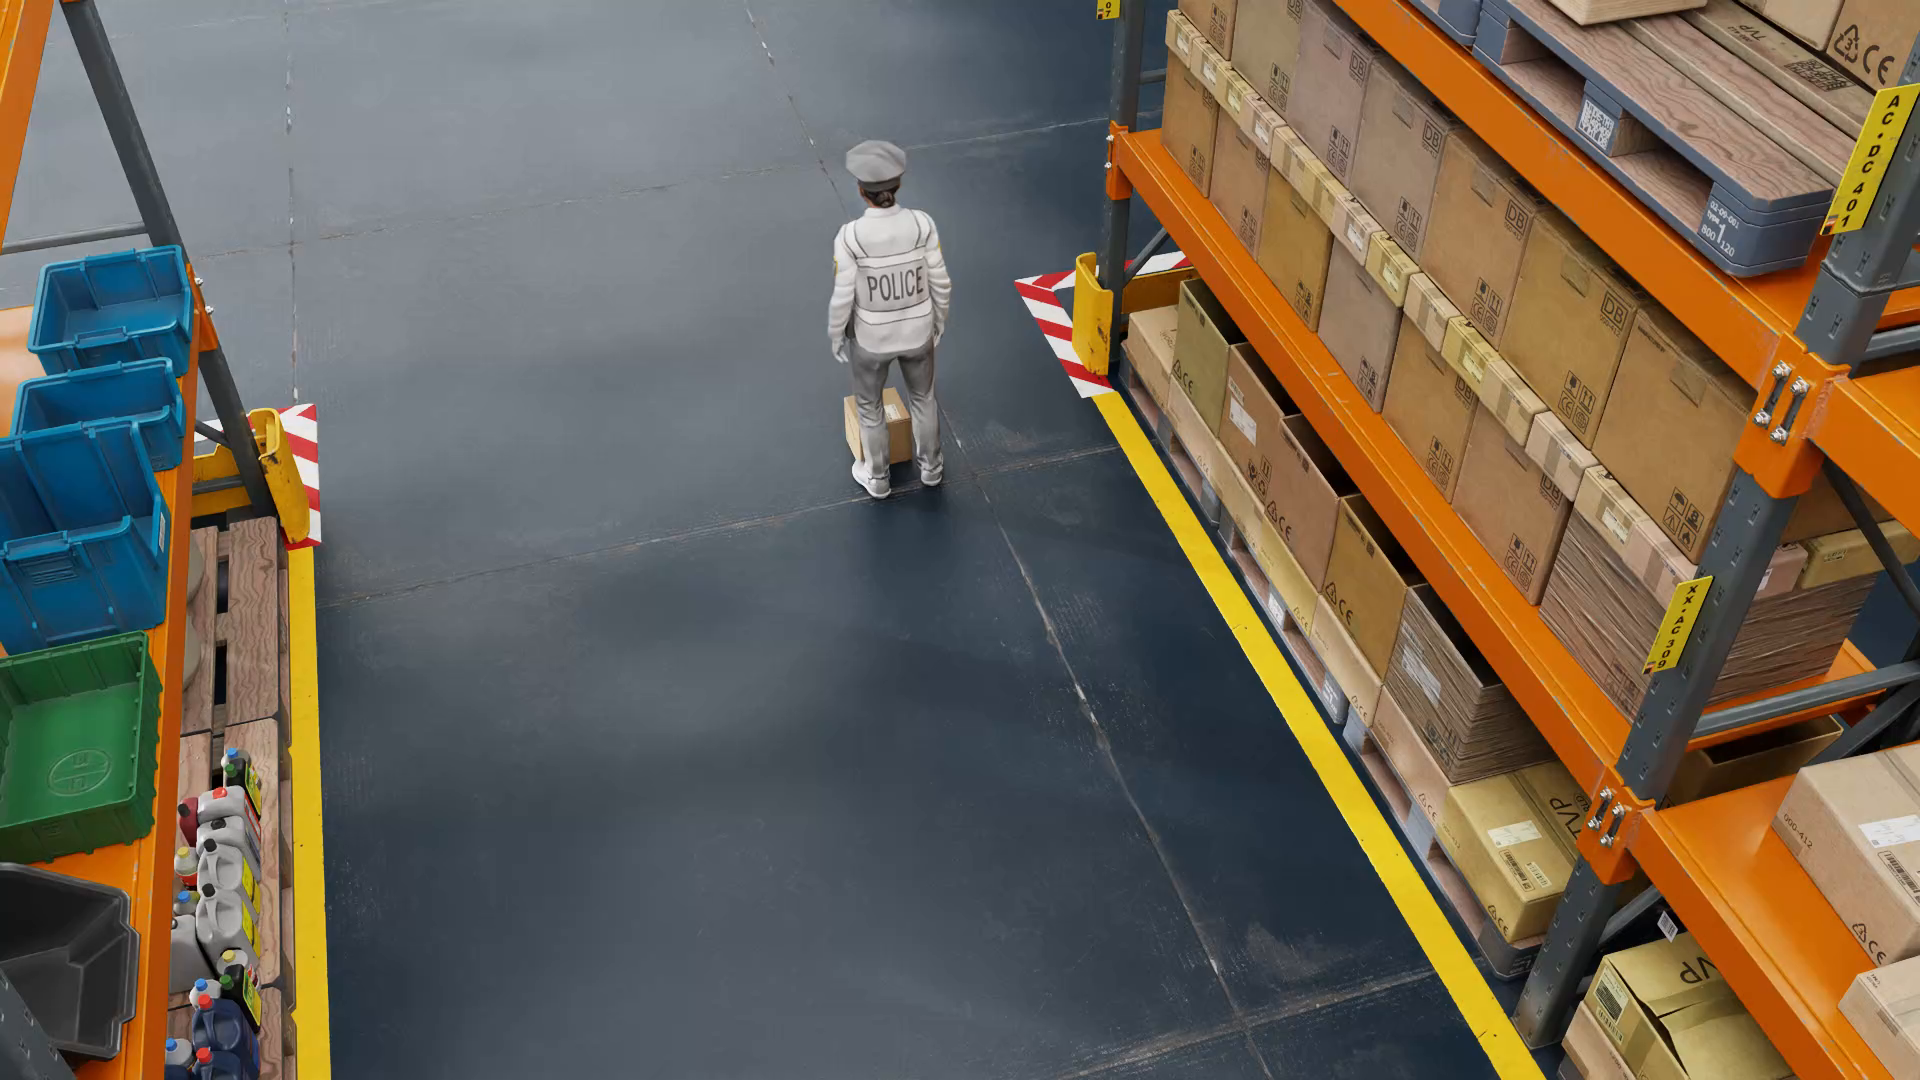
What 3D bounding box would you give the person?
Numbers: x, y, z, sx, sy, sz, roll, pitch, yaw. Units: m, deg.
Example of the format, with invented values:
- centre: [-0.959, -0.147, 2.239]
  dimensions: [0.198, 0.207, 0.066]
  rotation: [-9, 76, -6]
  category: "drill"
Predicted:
- centre: [-0.300, -0.890, 7.130]
  dimensions: [0.529, 1.663, 0.371]
  rotation: [-12, 44, -12]
  category: "person"
